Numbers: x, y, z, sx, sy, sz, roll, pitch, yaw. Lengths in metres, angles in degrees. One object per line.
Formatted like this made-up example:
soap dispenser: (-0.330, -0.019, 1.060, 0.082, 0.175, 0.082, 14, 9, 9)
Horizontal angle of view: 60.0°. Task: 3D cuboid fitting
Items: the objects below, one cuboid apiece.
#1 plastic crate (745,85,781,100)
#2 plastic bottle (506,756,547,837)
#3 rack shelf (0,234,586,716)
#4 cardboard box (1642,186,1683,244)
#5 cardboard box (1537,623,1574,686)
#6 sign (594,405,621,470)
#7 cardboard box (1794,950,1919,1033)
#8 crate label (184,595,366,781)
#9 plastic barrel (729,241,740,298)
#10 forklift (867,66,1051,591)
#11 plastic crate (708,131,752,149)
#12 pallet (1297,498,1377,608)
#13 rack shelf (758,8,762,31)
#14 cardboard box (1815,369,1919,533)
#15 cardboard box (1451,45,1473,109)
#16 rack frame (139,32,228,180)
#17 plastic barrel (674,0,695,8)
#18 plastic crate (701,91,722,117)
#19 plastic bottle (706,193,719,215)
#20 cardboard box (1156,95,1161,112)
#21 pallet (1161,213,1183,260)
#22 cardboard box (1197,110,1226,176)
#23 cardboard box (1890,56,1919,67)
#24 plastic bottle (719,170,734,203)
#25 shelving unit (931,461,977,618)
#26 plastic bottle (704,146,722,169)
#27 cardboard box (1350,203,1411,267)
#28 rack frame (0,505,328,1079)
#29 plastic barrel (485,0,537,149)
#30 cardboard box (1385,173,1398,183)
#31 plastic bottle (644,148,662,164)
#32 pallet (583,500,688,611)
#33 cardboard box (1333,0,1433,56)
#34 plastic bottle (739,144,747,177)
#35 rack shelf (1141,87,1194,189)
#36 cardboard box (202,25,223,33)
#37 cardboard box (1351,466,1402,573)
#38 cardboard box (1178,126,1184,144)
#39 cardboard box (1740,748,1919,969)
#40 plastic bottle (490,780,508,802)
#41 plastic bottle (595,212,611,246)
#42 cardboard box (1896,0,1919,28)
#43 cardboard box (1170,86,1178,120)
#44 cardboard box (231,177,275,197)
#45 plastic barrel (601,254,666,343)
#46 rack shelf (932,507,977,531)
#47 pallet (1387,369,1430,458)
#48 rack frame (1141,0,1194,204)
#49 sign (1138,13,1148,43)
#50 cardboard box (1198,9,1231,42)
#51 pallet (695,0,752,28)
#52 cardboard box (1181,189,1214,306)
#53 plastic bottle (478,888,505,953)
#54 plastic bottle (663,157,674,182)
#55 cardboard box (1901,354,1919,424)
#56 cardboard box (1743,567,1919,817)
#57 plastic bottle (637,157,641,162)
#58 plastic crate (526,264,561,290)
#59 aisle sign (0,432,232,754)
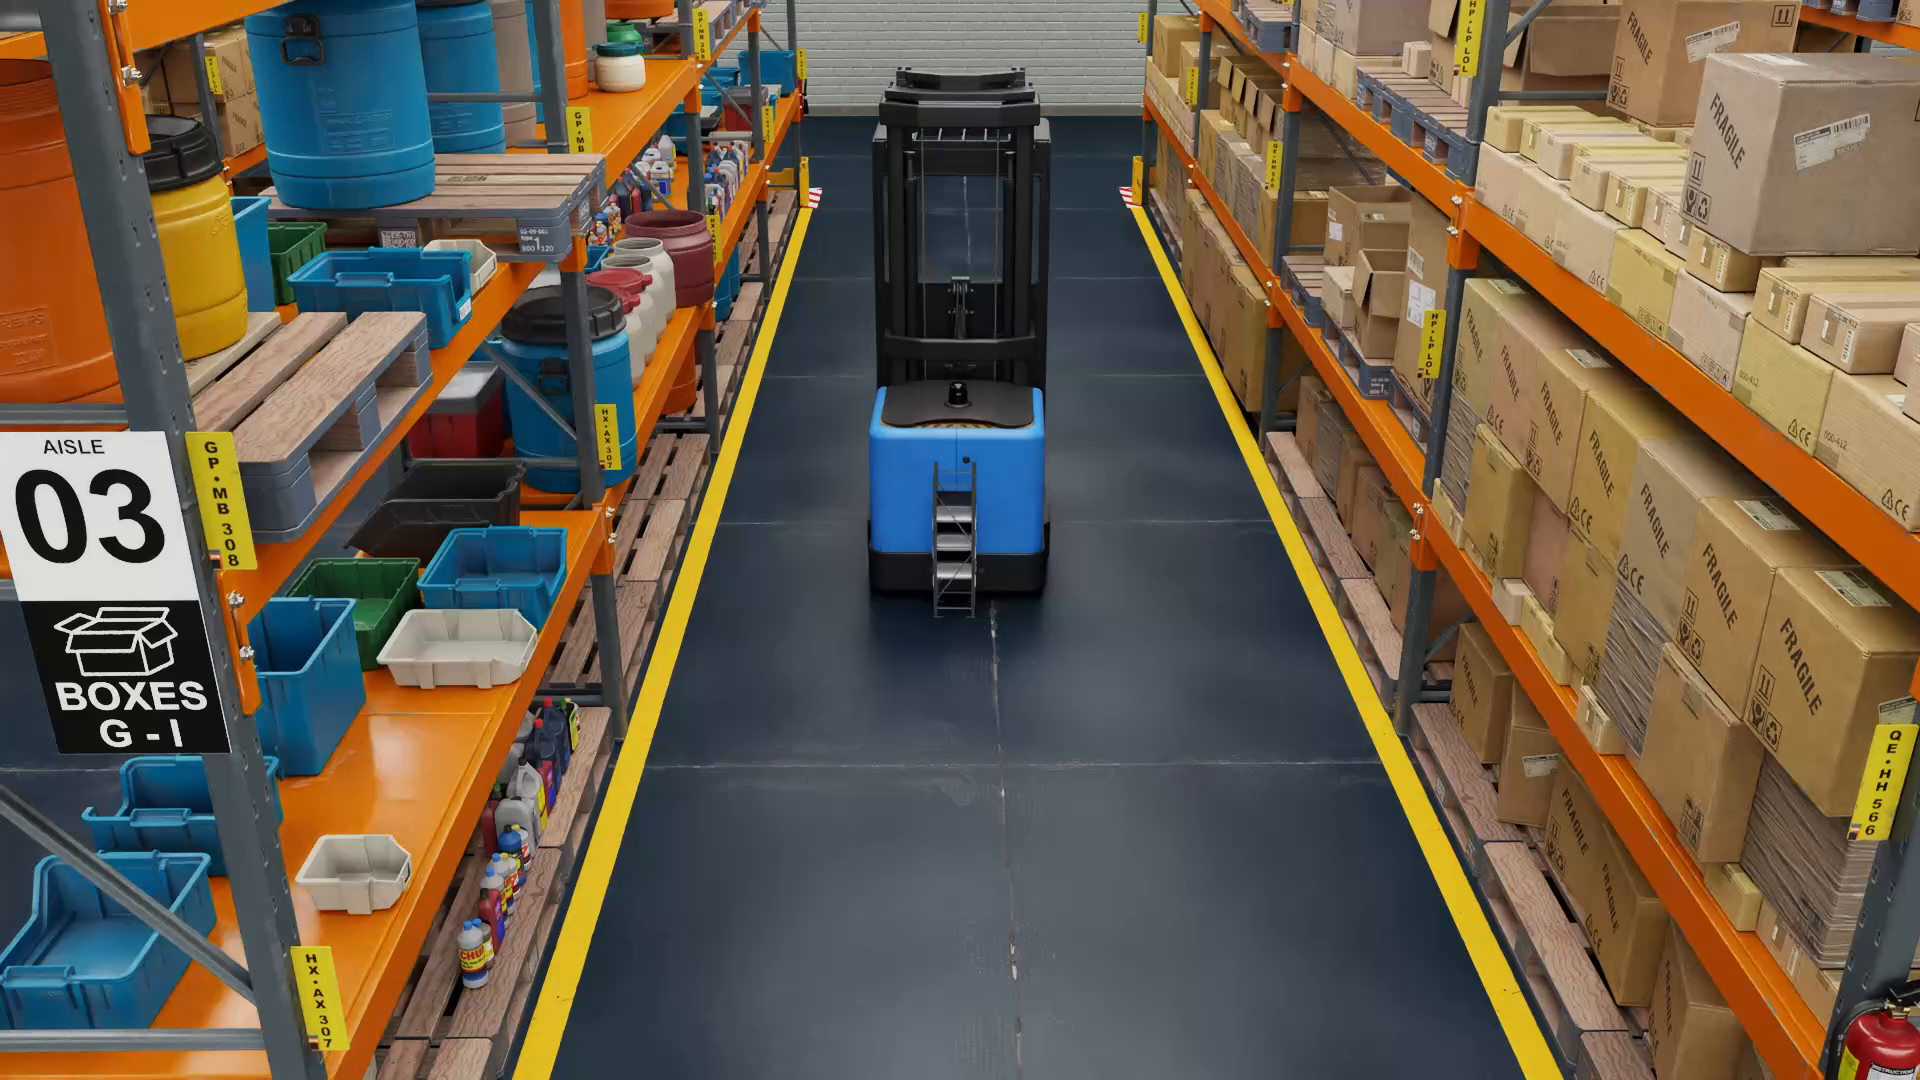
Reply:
plastic crate: (-2.152, -4.877, 18.140, 0.396, 0.136, 0.243, 0, 24, -1)
plastic bottle: (-1.910, 1.123, 7.308, 0.144, 0.351, 0.185, 0, 24, -1)
rack shelf: (-2.190, -0.575, 5.614, 1.077, 0.370, 4.000, 0, 24, -1)
cardboard box: (2.526, -1.084, 5.565, 0.380, 0.149, 0.250, 0, 24, 1)
cardboard box: (2.473, 0.440, 6.442, 0.380, 0.149, 0.250, 0, 24, -1)
sign: (-1.661, -0.484, 7.845, 0.100, 0.325, 0.005, 0, 24, -1)
cardboard box: (2.575, 1.264, 4.620, 0.380, 0.149, 0.250, 0, 24, -1)
crate label: (-2.458, 0.515, 5.929, 0.502, 0.435, 0.616, 0, 24, -1)
plastic barrel: (-2.310, -2.668, 15.045, 0.600, 0.901, 0.708, 0, 24, -1)
forklift: (0.016, -1.594, 10.717, 1.130, 2.935, 3.031, 1, 24, 1)
plastic crate: (-2.161, -3.756, 15.662, 0.396, 0.136, 0.243, 0, 24, -1)
pallet: (2.715, 0.063, 10.354, 1.003, 0.211, 1.213, 0, 24, -1)
rack shelf: (-2.320, -5.520, 16.547, 1.077, 0.370, 4.000, 0, 24, -1)
cardboard box: (2.526, -0.230, 4.161, 0.500, 0.250, 0.500, 0, 24, 1)
cardboard box: (2.631, -2.266, 8.134, 0.396, 0.266, 0.258, 1, 24, 1)
rack frame: (-7.252, -3.636, 15.149, 1.000, 3.000, 0.127, 0, 24, -1)
plastic barrel: (-2.037, -3.933, 11.846, 0.294, 0.245, 0.294, 0, 24, 0)
plastic crate: (-2.651, -4.486, 17.160, 0.416, 0.233, 0.300, 0, 24, -1)
plastic bottle: (-1.920, -2.558, 12.922, 0.097, 0.271, 0.097, 0, 24, 0)
cardboard box: (2.297, -4.641, 17.677, 0.380, 0.149, 0.250, -1, 24, -2)
pallet: (2.708, -3.226, 17.627, 1.003, 0.211, 1.213, 0, 24, -1)
cardboard box: (2.409, -3.534, 14.802, 0.500, 0.500, 0.500, 0, 24, 0)
cardboard box: (3.039, -1.123, 4.863, 0.500, 0.500, 0.500, 0, 24, -1)
plastic bottle: (-1.958, -2.930, 13.738, 0.152, 0.276, 0.135, 0, 24, -1)
shelving unit: (-0.031, 0.003, 9.652, 0.258, 0.900, 0.210, 1, 24, 1)
plastic bottle: (-2.103, -3.180, 14.201, 0.144, 0.351, 0.185, 0, 24, -1)
cardboard box: (2.850, -1.816, 10.493, 0.700, 0.500, 0.500, 3, 25, 7)
rack frame: (-2.168, 1.288, 4.262, 1.000, 3.000, 0.127, 0, 24, -1)
plastic barrel: (-2.441, -2.433, 8.242, 0.600, 0.901, 0.600, 0, 24, 0)
cardboard box: (2.957, -2.490, 12.495, 0.500, 0.500, 0.500, -1, 24, -2)
plastic bottle: (-2.671, -3.257, 14.462, 0.152, 0.276, 0.135, 0, 24, -1)
pallet: (-2.275, 0.083, 10.310, 1.003, 0.211, 1.213, 0, 24, -1)
cardboard box: (2.460, -3.060, 9.507, 0.500, 0.500, 0.500, -1, 24, -2)
plastic bottle: (-1.923, -3.347, 14.653, 0.061, 0.283, 0.133, 0, 24, -1)
rack shelf: (2.632, -4.175, 17.215, 1.077, 0.370, 4.000, 0, 24, -1)
cardboard box: (-7.530, -4.763, 16.306, 0.500, 0.500, 0.500, 0, 24, 0)
cardboard box: (2.763, -0.124, 9.884, 0.700, 0.500, 0.500, -2, 24, -5)
cardboard box: (2.318, -3.900, 16.039, 0.380, 0.149, 0.250, -1, 24, -1)
cardboard box: (2.806, 0.858, 4.731, 0.875, 0.500, 0.500, 0, 24, -1)
plastic bottle: (-2.013, 1.164, 7.298, 0.061, 0.283, 0.133, 0, 24, -1)
plastic bottle: (-2.674, -2.337, 12.434, 0.097, 0.271, 0.097, 0, 24, 0)
cardboard box: (7.378, -4.070, 12.347, 0.500, 0.500, 0.500, 0, 24, -1)
cardboard box: (2.373, -4.350, 16.550, 0.500, 0.250, 0.500, 0, 24, 1)
cardboard box: (-7.277, -3.473, 17.285, 0.797, 0.503, 0.637, 0, 24, -1)
plastic barrel: (-2.026, -1.463, 10.209, 0.421, 0.512, 0.421, 0, 24, 0)
rack shelf: (-0.031, -0.131, 9.592, 0.258, 0.077, 0.200, 1, 24, 1)
pallet: (2.878, -0.611, 8.693, 1.003, 0.211, 1.213, 0, 24, -1)
rack frame: (2.610, -5.327, 18.889, 1.000, 3.000, 0.127, 0, 24, -1)
sign: (2.055, -5.758, 18.694, 0.100, 0.325, 0.005, 0, 24, -1)
cardboard box: (2.879, -5.536, 18.262, 0.500, 0.500, 0.500, 0, 24, 0)
pallet: (-2.177, -4.147, 12.869, 1.003, 0.211, 1.213, 0, 24, -1)
cardboard box: (2.681, -2.638, 15.013, 1.225, 0.875, 0.875, 0, 24, 0)
plastic bottle: (-1.860, 1.483, 6.592, 0.061, 0.283, 0.133, 0, 24, 0)
plastic bottle: (-2.546, -3.231, 14.495, 0.097, 0.201, 0.097, 0, 24, 0)
cardboard box: (2.470, -0.327, 3.892, 0.380, 0.149, 0.250, 0, 24, -1)
cardboard box: (2.532, 0.404, 4.522, 0.500, 0.500, 0.500, 0, 24, -1)
plastic bottle: (-2.711, -3.084, 14.071, 0.061, 0.283, 0.133, 0, 24, -1)
plastic crate: (-2.543, -1.370, 10.062, 0.402, 0.464, 0.583, 0, 24, -1)
aisle sign: (-1.874, 0.132, 3.663, 0.394, 0.787, 0.004, 0, 24, -1)
